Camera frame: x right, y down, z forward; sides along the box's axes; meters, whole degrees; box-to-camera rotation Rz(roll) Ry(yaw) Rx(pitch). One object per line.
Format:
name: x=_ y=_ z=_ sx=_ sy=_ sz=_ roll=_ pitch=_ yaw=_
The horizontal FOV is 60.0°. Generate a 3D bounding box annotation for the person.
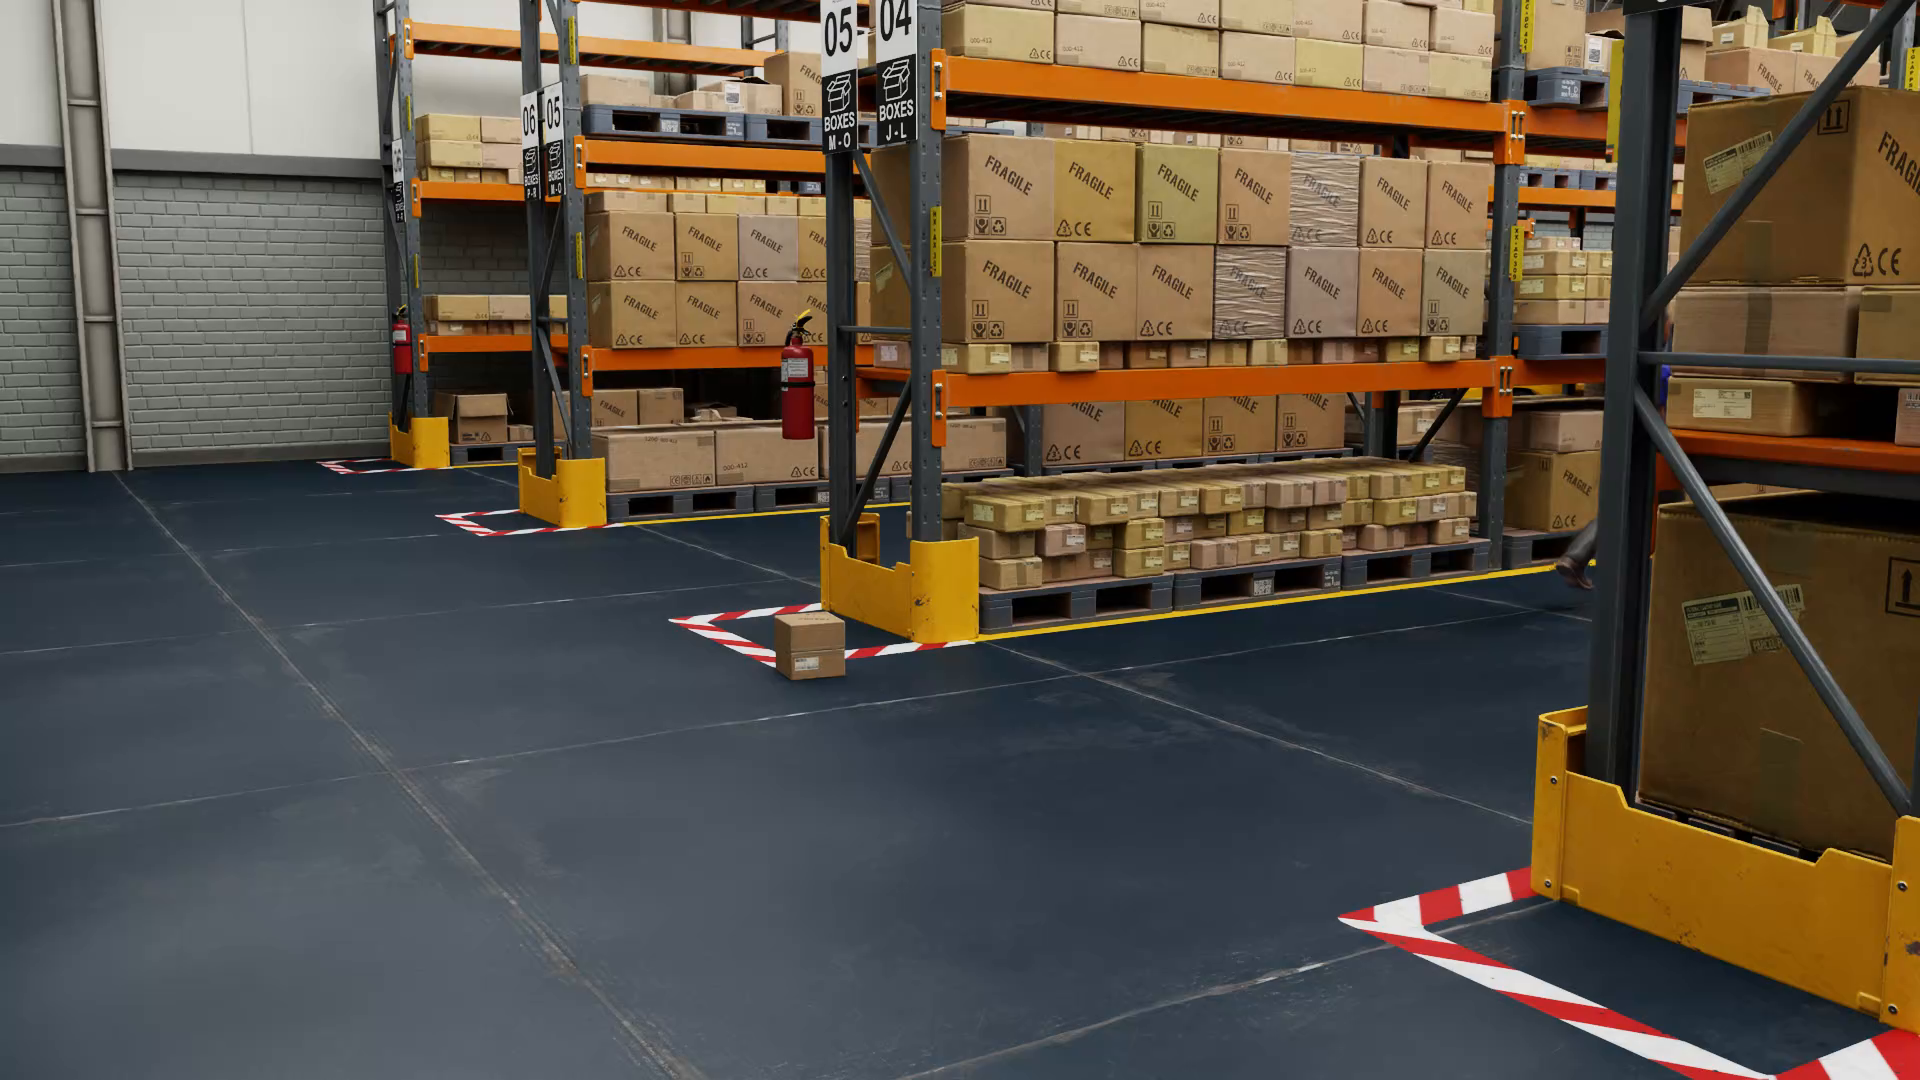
person: x=3.667 y=-0.468 z=9.011 sx=0.857 sy=1.629 sz=0.468 roll=-4 pitch=9 yaw=-24
